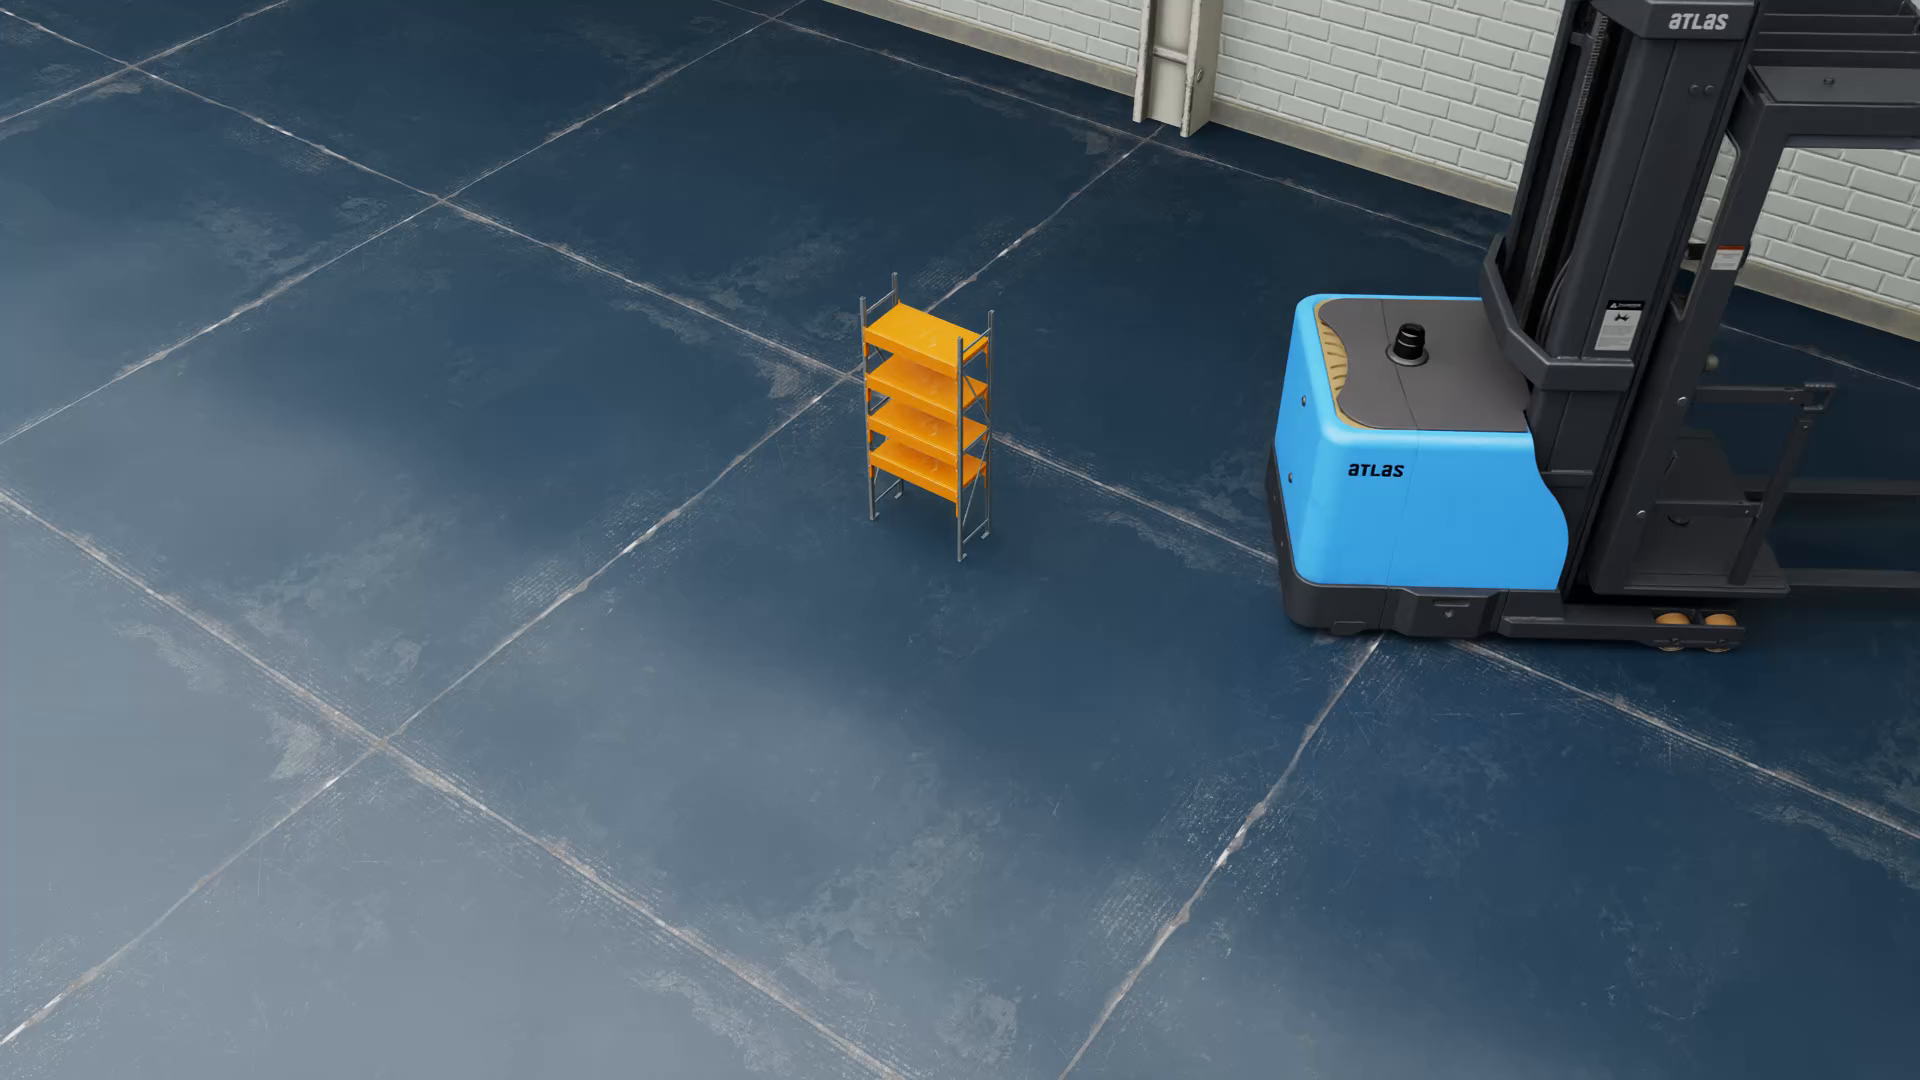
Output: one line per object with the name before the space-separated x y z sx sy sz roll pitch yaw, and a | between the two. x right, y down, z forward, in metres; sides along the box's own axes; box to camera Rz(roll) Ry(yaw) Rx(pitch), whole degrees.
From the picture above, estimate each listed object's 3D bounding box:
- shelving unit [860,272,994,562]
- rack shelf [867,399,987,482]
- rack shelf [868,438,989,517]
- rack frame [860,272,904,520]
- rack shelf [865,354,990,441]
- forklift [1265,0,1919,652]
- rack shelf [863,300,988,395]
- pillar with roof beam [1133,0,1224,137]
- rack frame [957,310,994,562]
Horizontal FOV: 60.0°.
shelving unit | -0.136 -0.511 7.169 0.503 1.200 0.258 25 48 25
rack shelf | -0.136 -0.460 7.214 0.480 0.148 0.258 25 48 25
rack shelf | -0.136 -0.312 7.346 0.480 0.148 0.258 25 48 25
rack frame | -0.335 -0.604 7.273 0.015 1.200 0.240 25 48 25
rack shelf | -0.136 -0.627 7.065 0.480 0.148 0.258 25 48 25
forklift | 2.909 -0.986 6.402 3.031 2.935 1.130 1 42 2
rack shelf | -0.136 -0.803 6.907 0.480 0.148 0.258 25 48 25
pillar with roof beam | -1.139 -3.649 4.828 0.400 9.000 9.100 25 48 25
rack frame | 0.064 -0.417 7.065 0.015 1.200 0.240 25 48 25
